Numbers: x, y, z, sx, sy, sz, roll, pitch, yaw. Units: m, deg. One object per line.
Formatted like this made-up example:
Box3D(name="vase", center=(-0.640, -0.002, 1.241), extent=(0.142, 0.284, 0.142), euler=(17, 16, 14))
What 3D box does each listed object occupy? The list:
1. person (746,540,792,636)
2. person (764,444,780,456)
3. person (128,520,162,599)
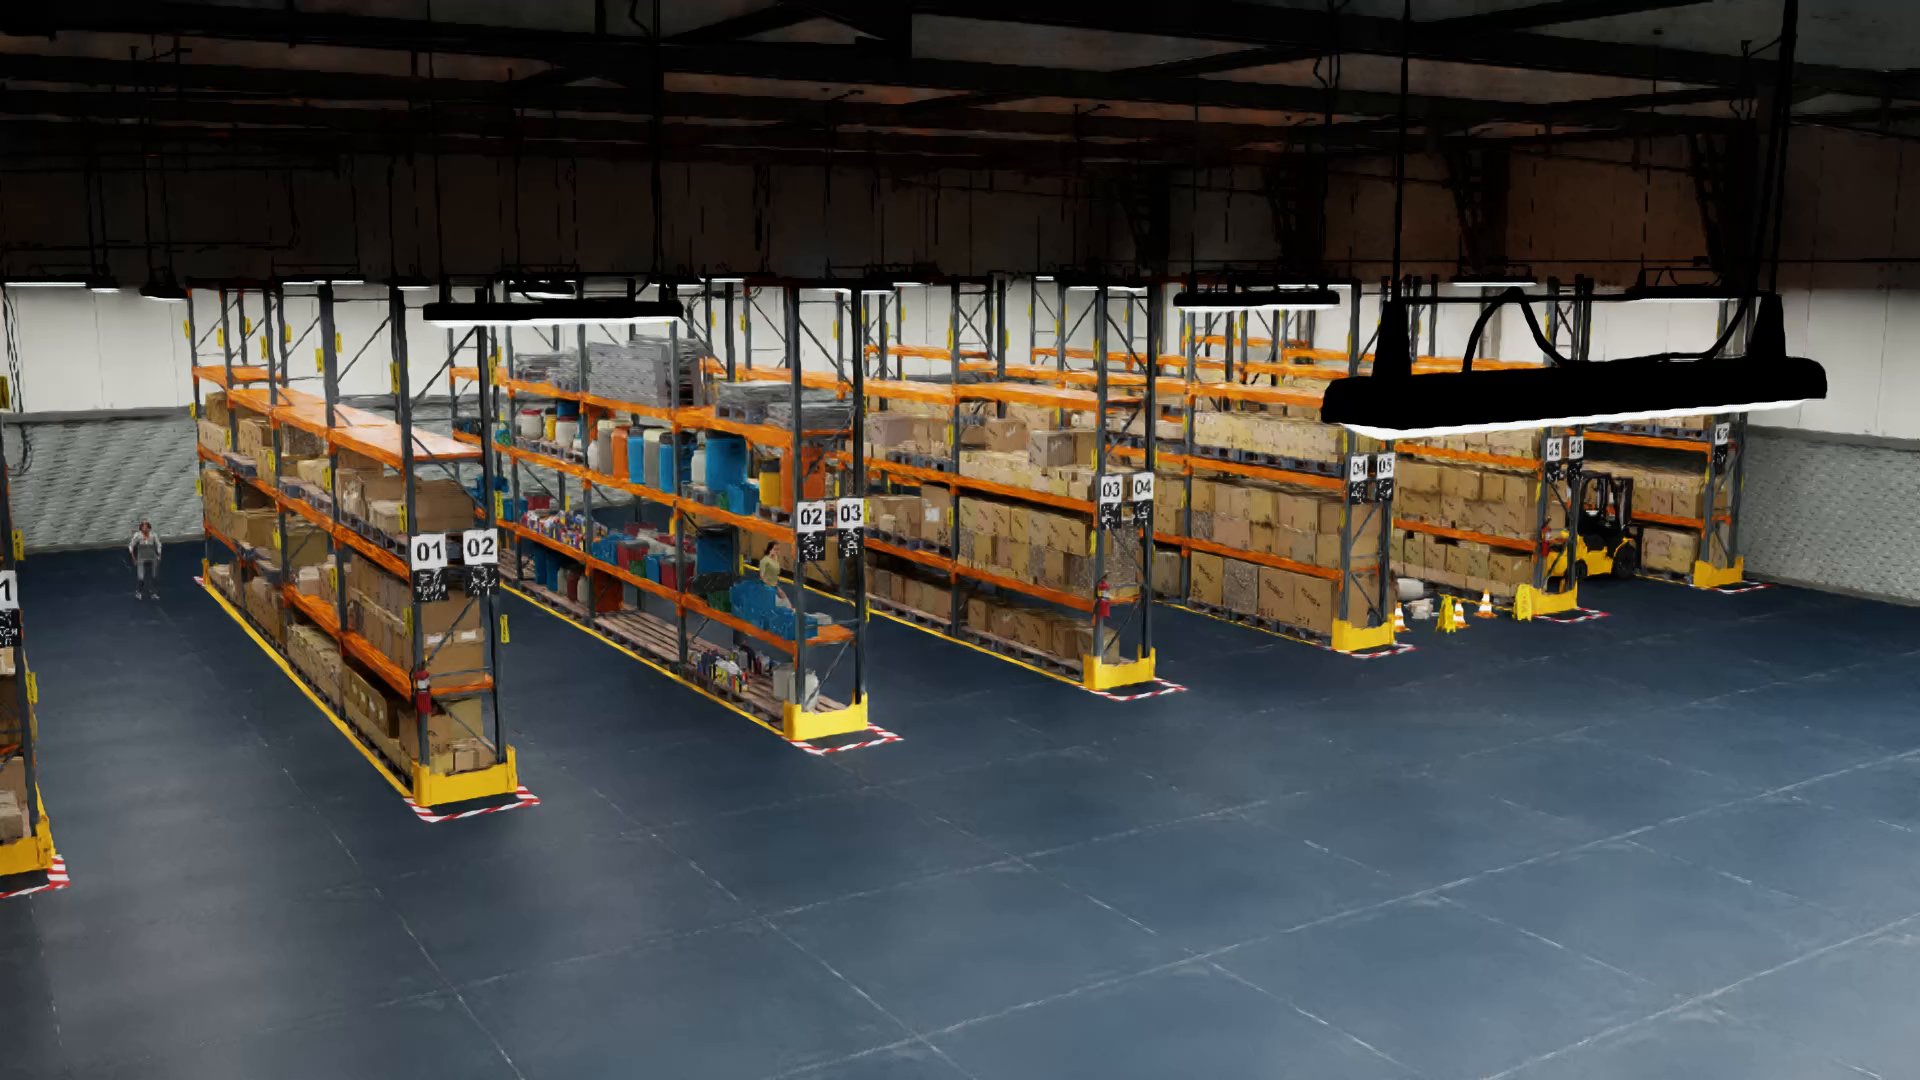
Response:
Box3D(name="person", center=(-3.089, 0.777, 26.923), extent=(0.805, 1.588, 0.626), euler=(7, 12, 35))
Box3D(name="person", center=(-4.734, -1.588, 42.235), extent=(0.657, 1.791, 0.479), euler=(4, 10, 21))
Box3D(name="person", center=(-15.274, 0.372, 31.206), extent=(0.566, 1.541, 0.519), euler=(-7, 12, -34))
